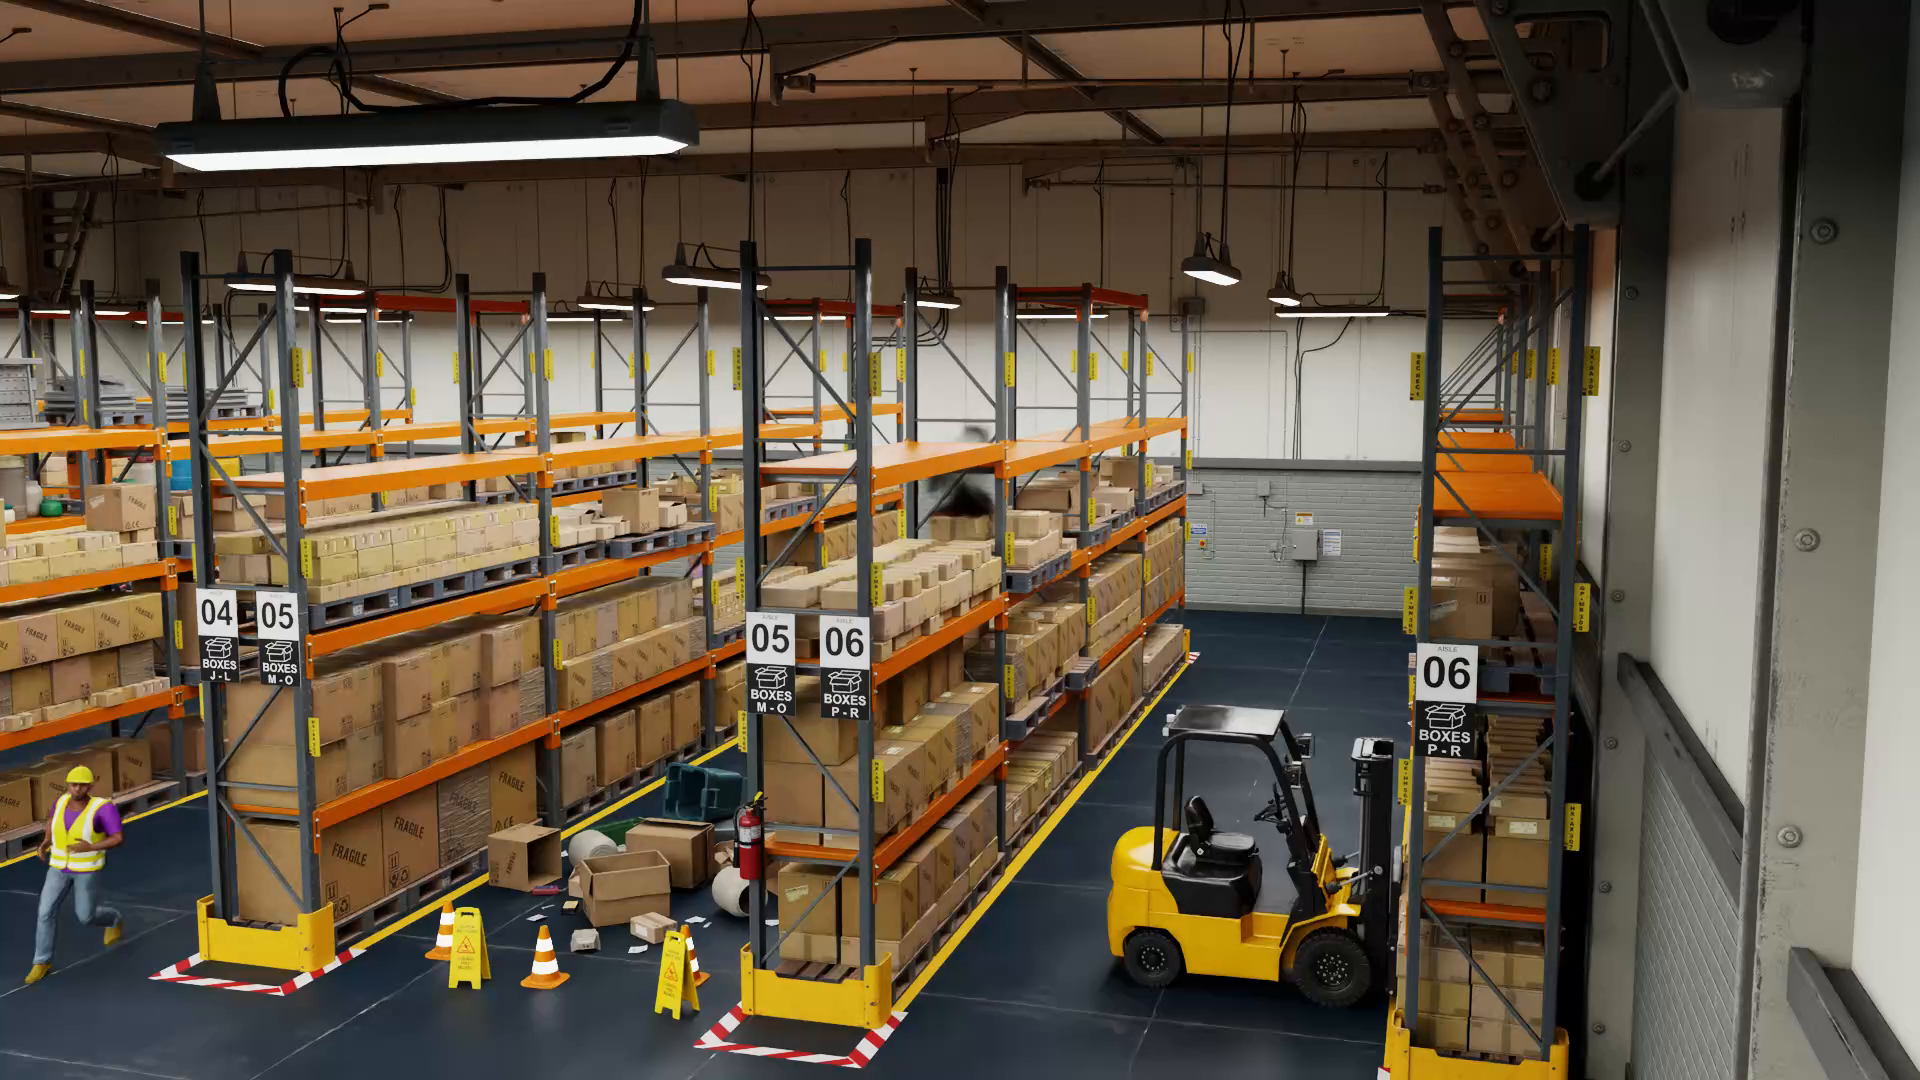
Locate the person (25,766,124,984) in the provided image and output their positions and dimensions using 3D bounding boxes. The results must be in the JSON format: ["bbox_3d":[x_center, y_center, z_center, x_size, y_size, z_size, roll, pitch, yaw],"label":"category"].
[{"bbox_3d":[-7.419,2.762,14.023,0.729,1.737,0.855,0,6,2],"label":"person"}]

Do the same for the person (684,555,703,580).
[{"bbox_3d":[-4.740,1.043,29.973,0.602,1.554,0.659,1,6,6],"label":"person"}]
